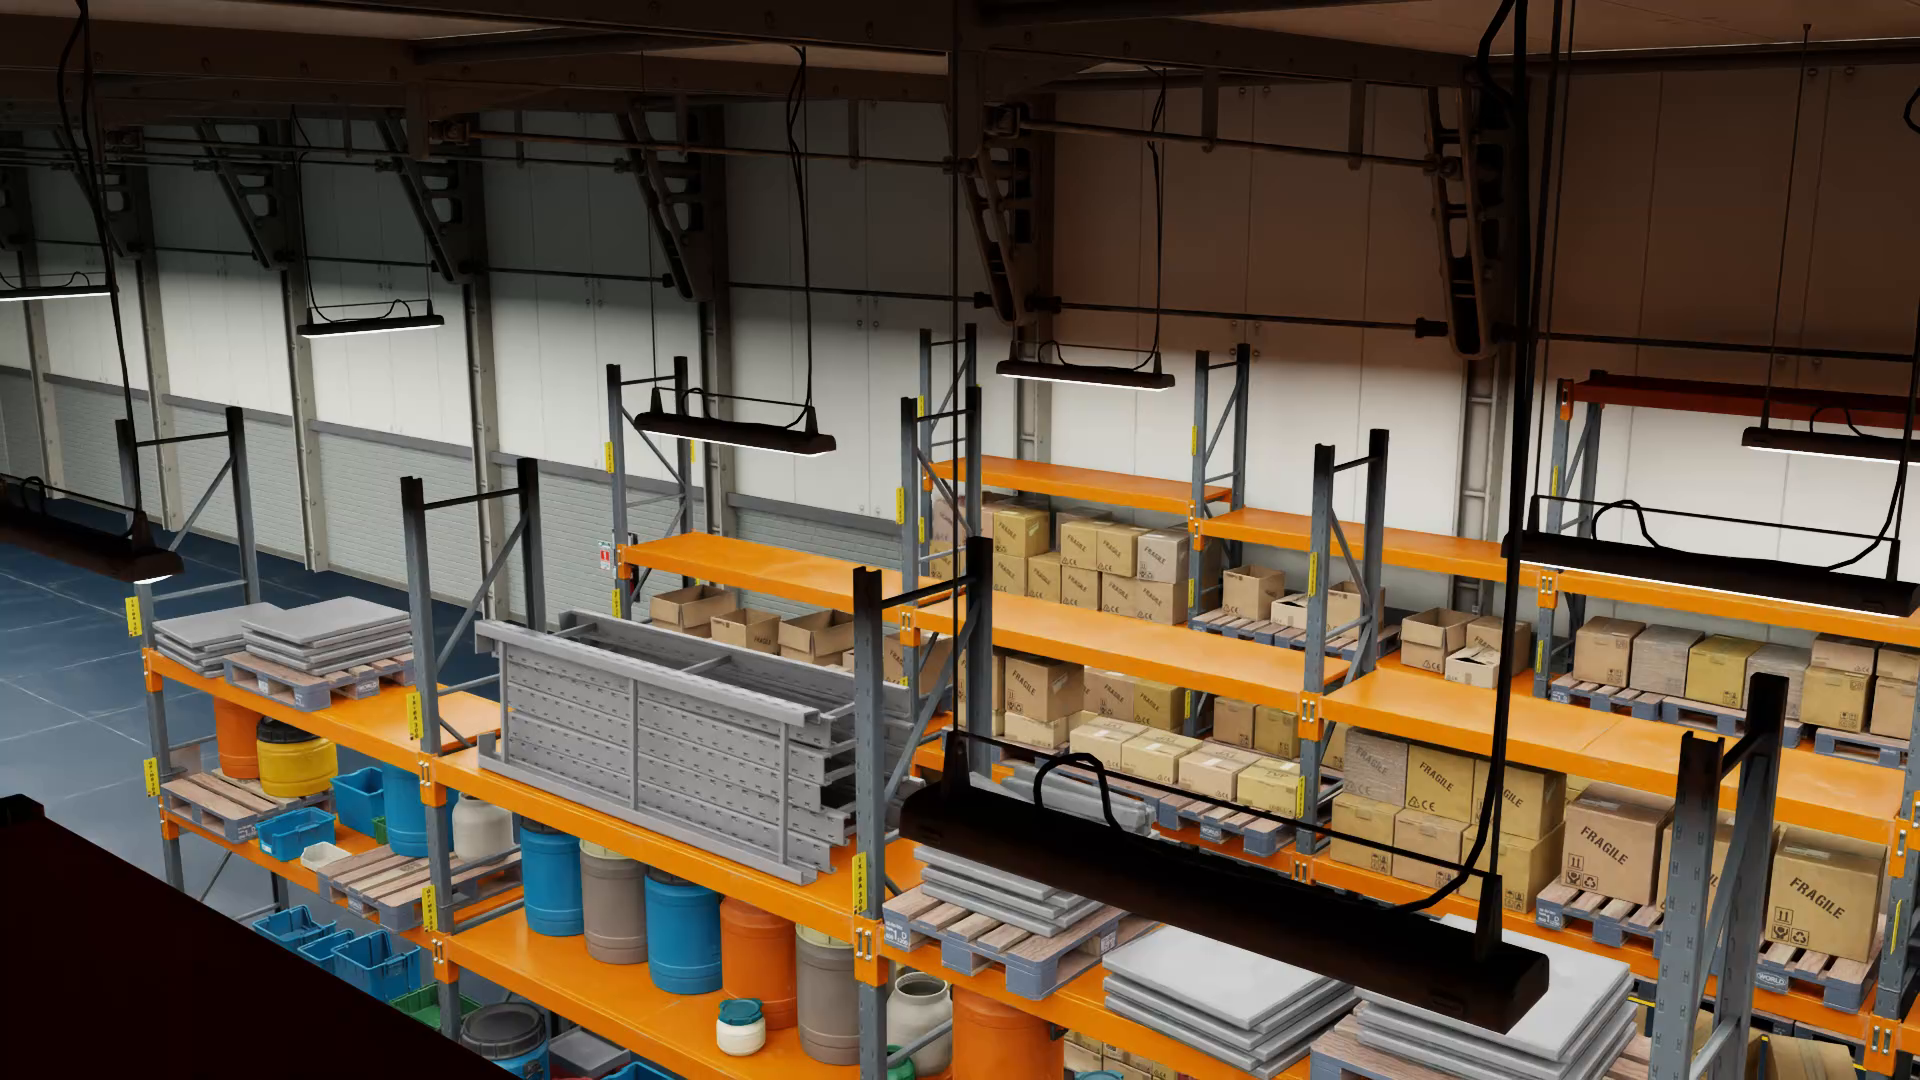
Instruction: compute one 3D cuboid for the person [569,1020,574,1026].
[{"bbox_3d":[-3.545,3.866,15.402,0.494,1.598,1.018,-5,14,-22],"label":"person"}]
